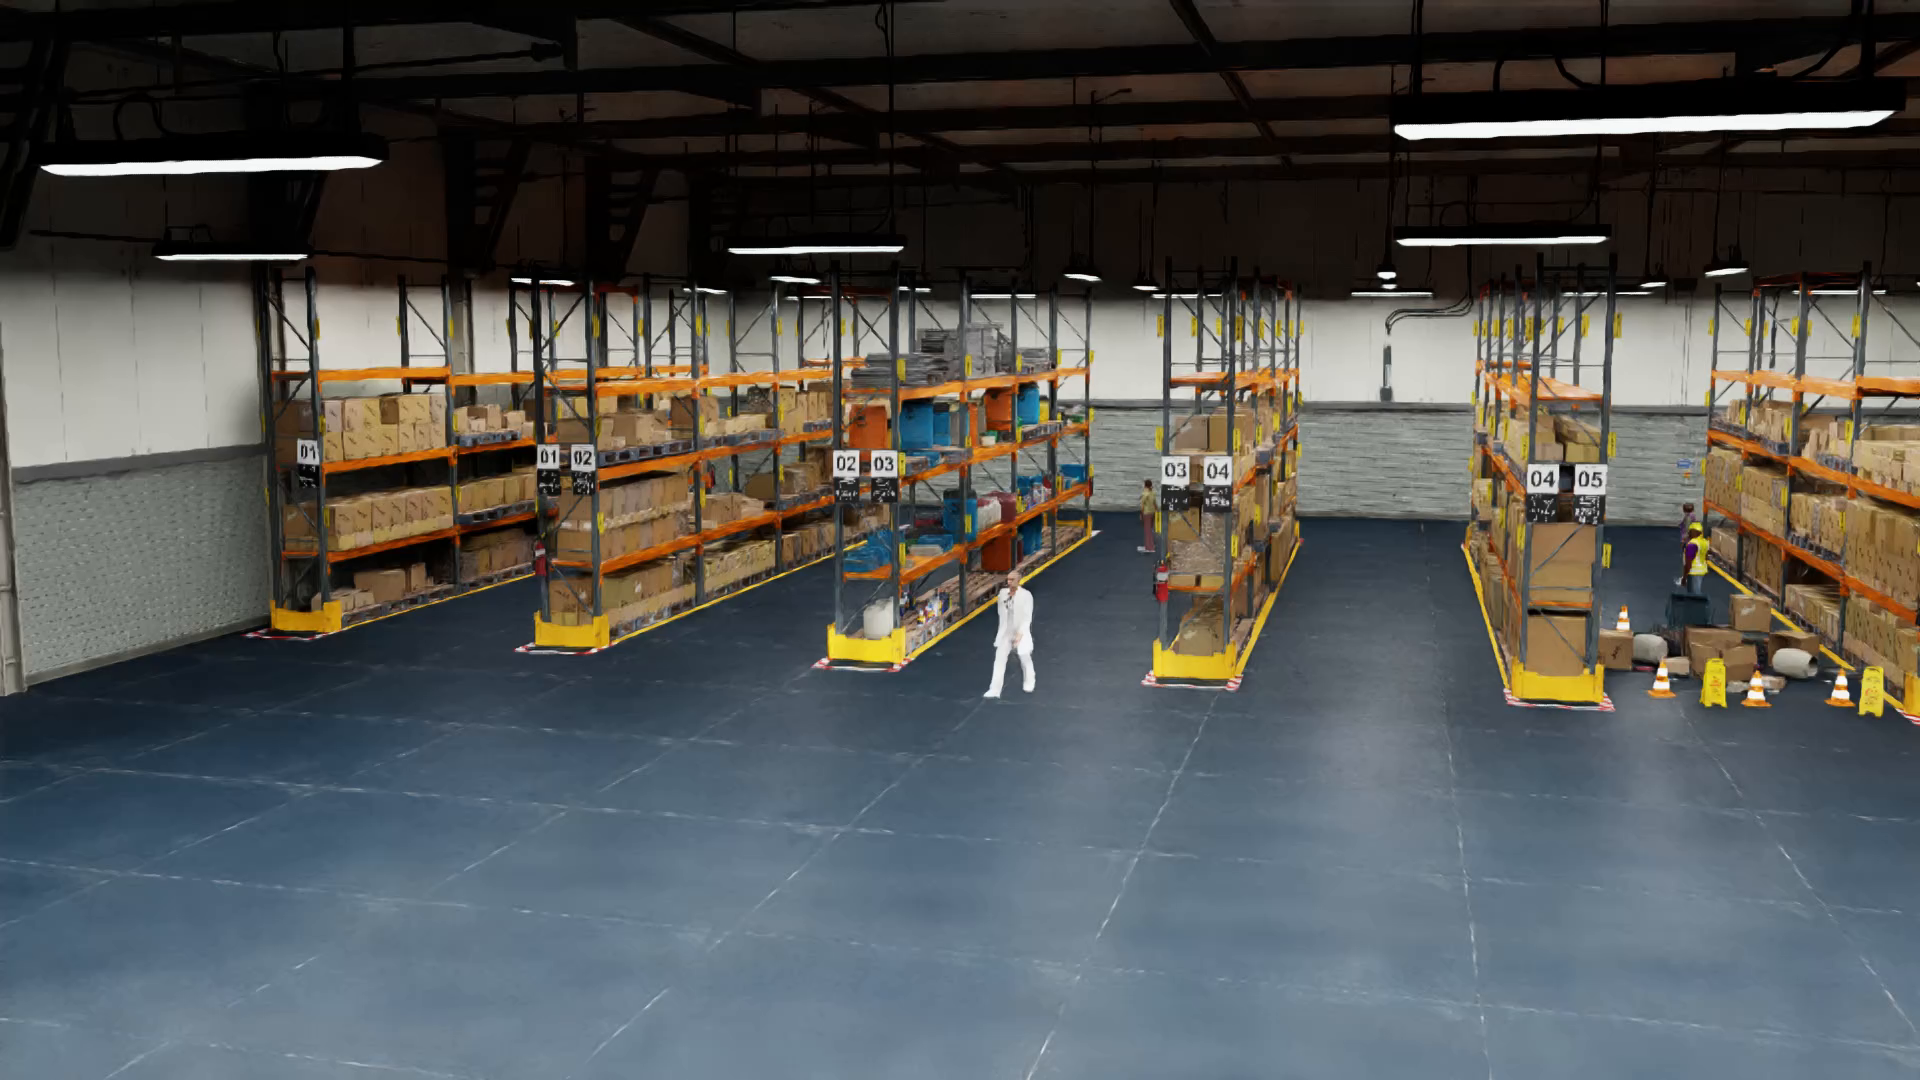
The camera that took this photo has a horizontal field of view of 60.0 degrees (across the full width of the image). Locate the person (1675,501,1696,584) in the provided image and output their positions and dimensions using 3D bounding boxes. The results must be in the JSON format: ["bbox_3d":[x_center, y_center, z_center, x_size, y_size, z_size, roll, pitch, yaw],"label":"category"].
[{"bbox_3d":[14.356,0.052,32.837,0.361,1.630,0.454,5,9,34],"label":"person"}]

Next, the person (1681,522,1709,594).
[{"bbox_3d":[12.330,0.566,27.999,0.580,1.763,0.673,7,10,43],"label":"person"}]

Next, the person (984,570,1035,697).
[{"bbox_3d":[0.732,1.263,22.669,0.576,1.712,1.086,3,8,24],"label":"person"}]

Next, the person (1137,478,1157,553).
[{"bbox_3d":[4.178,-0.563,37.254,0.575,1.665,0.572,6,9,38],"label":"person"}]
